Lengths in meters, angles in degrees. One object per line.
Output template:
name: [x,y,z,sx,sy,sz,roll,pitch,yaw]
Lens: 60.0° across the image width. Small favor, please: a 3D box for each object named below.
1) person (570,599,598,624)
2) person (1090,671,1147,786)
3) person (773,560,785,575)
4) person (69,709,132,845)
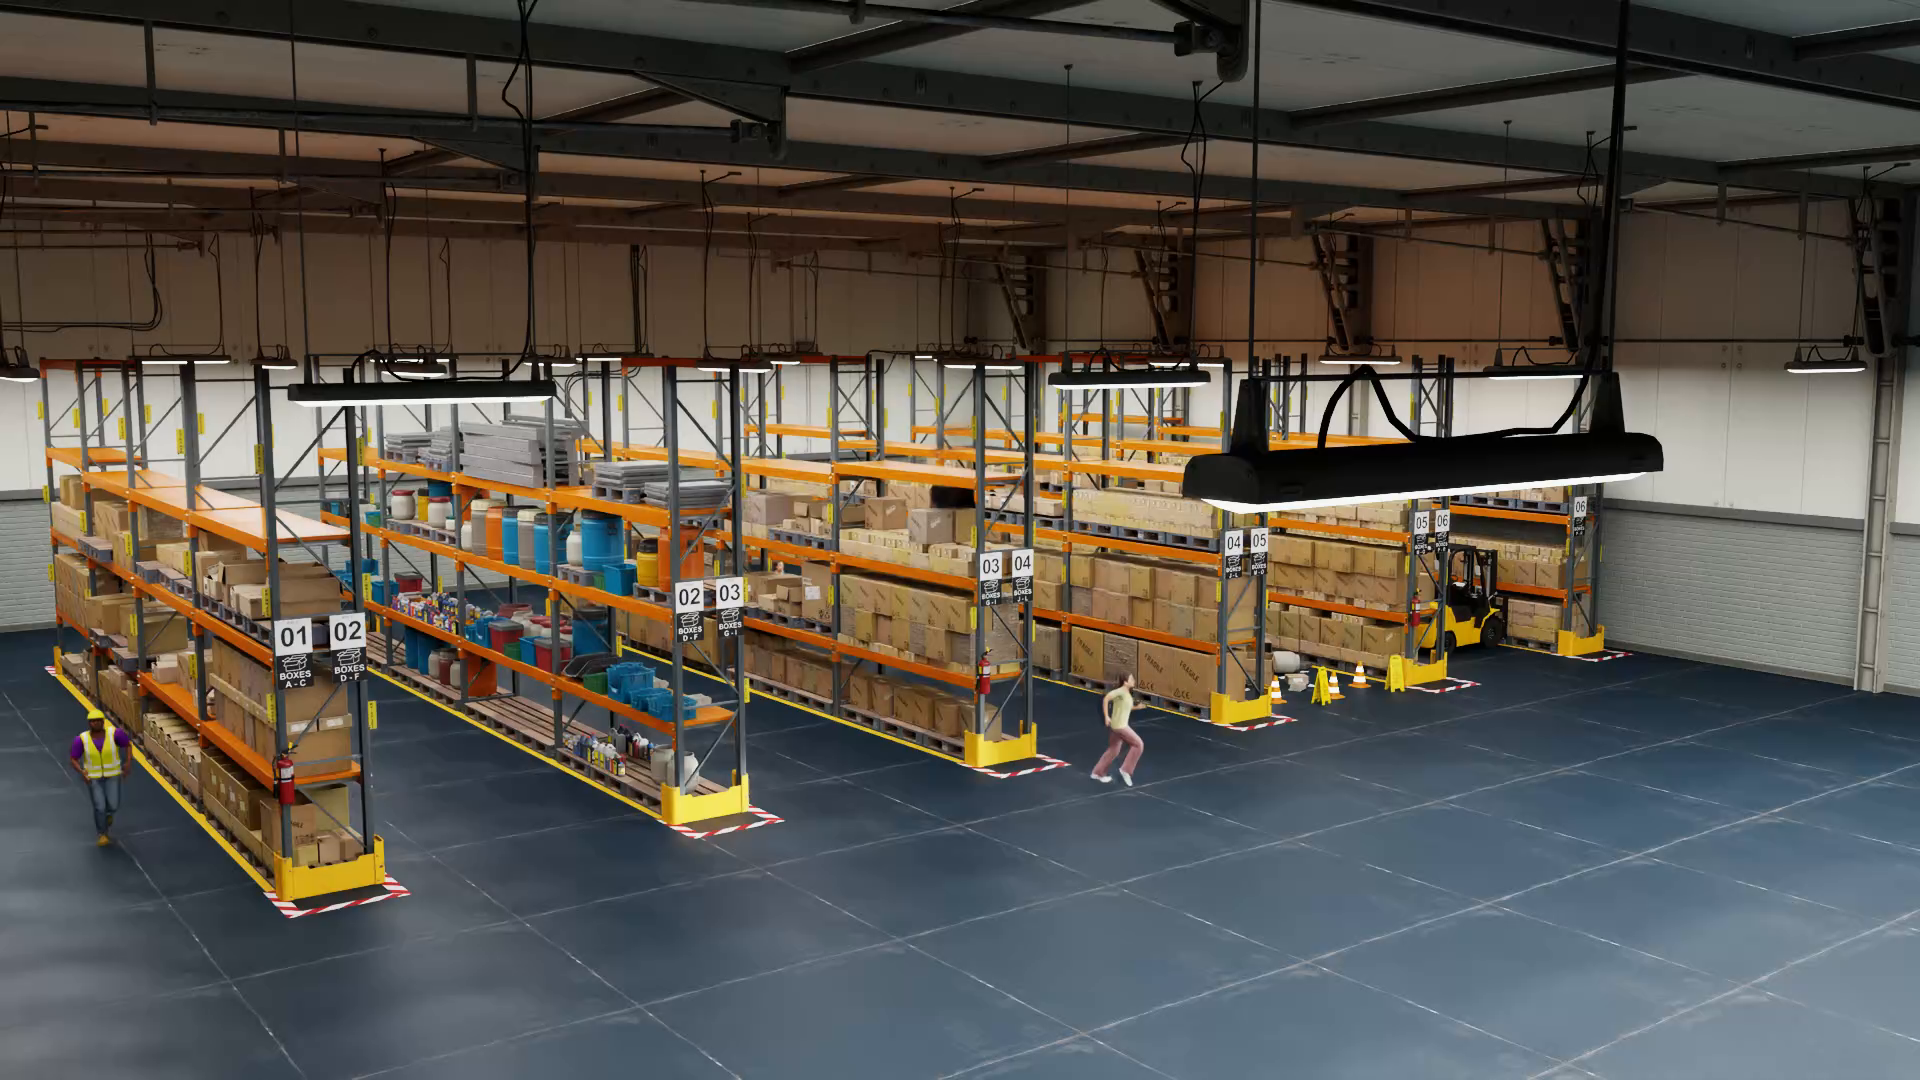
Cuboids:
person: [-6.685,1.844,30.266,0.791,1.778,0.631,6,9,39]
person: [2.249,2.675,23.615,0.786,1.655,0.604,1,7,11]
person: [-3.900,1.245,35.580,0.794,1.670,0.589,6,9,41]
person: [-10.813,2.970,20.969,0.713,1.730,0.661,-4,8,-30]
